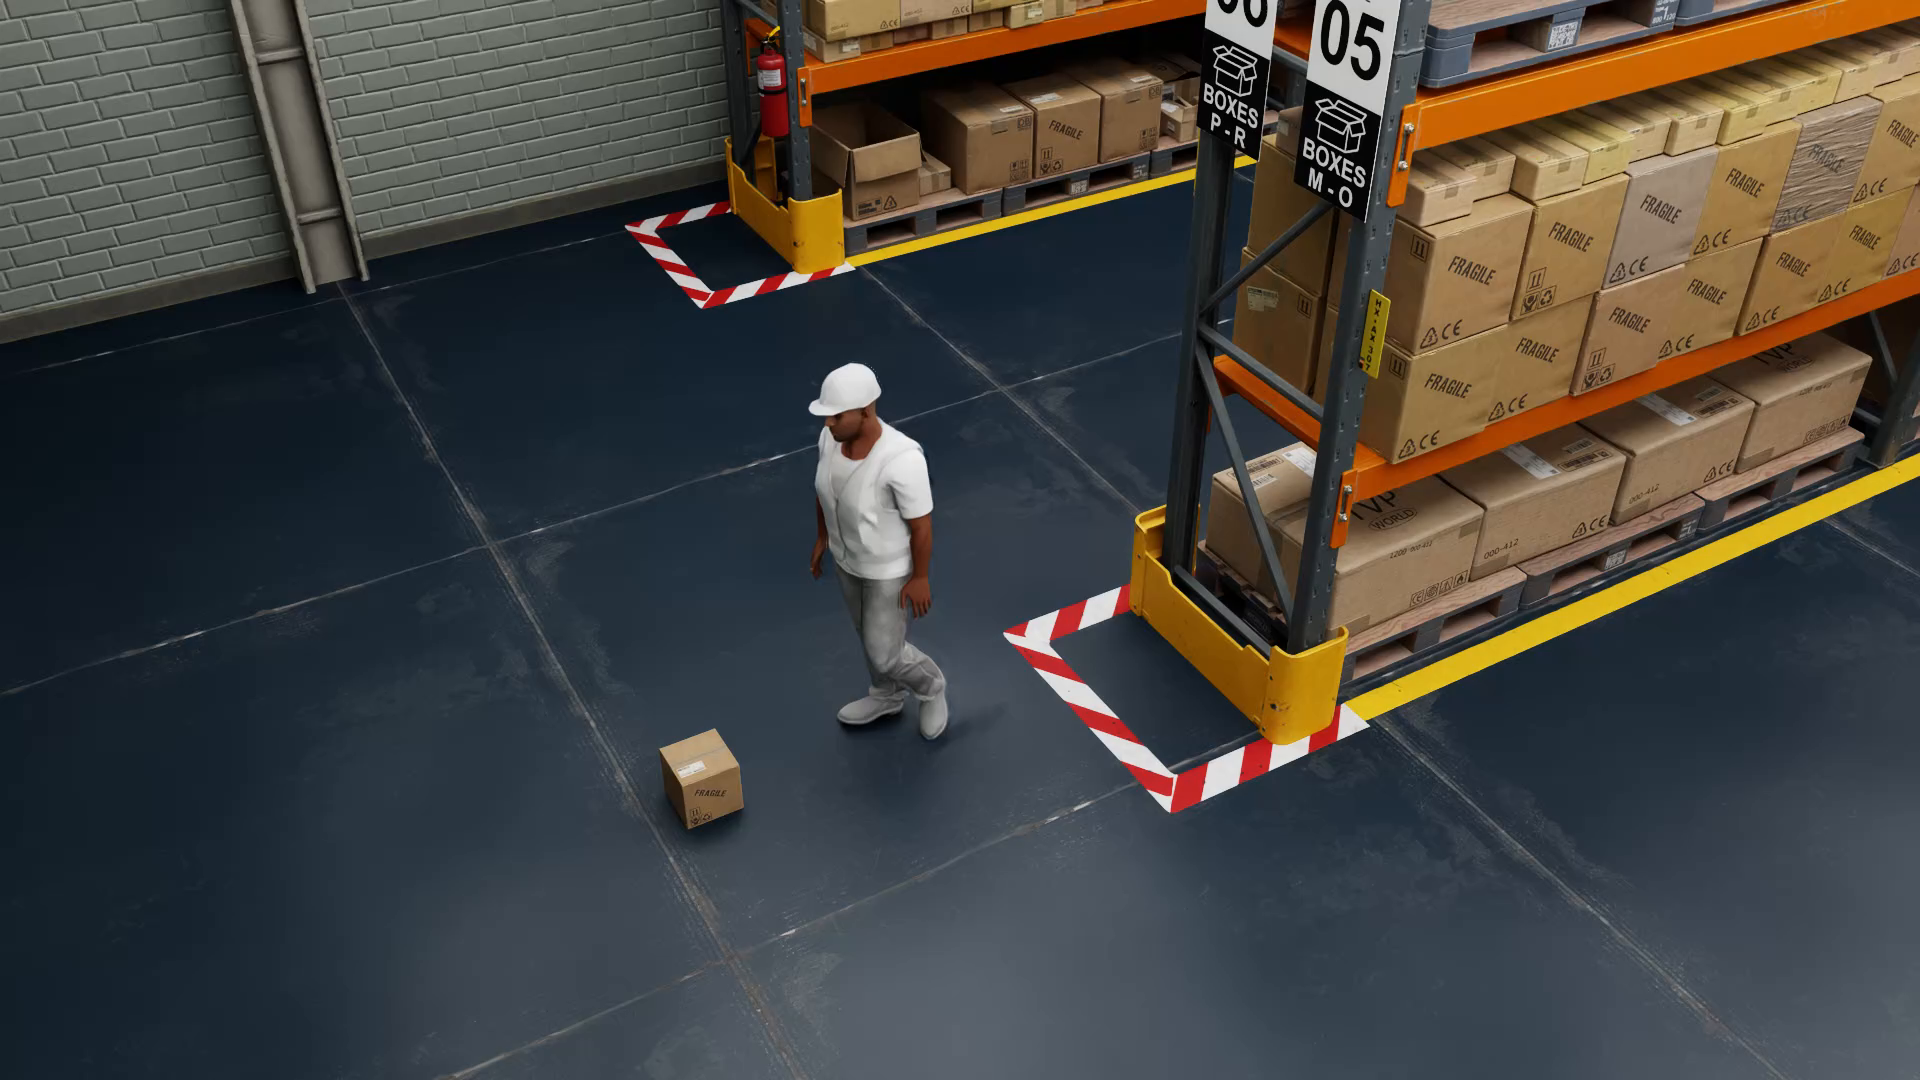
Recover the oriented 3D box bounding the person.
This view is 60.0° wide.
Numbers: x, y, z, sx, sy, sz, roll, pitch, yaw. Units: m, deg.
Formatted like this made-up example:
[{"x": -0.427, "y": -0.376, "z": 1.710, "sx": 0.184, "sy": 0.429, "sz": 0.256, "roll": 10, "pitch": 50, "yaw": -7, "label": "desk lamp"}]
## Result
[{"x": -0.331, "y": 0.056, "z": 6.795, "sx": 0.481, "sy": 1.762, "sz": 0.598, "roll": -27, "pitch": 44, "yaw": -32, "label": "person"}]
